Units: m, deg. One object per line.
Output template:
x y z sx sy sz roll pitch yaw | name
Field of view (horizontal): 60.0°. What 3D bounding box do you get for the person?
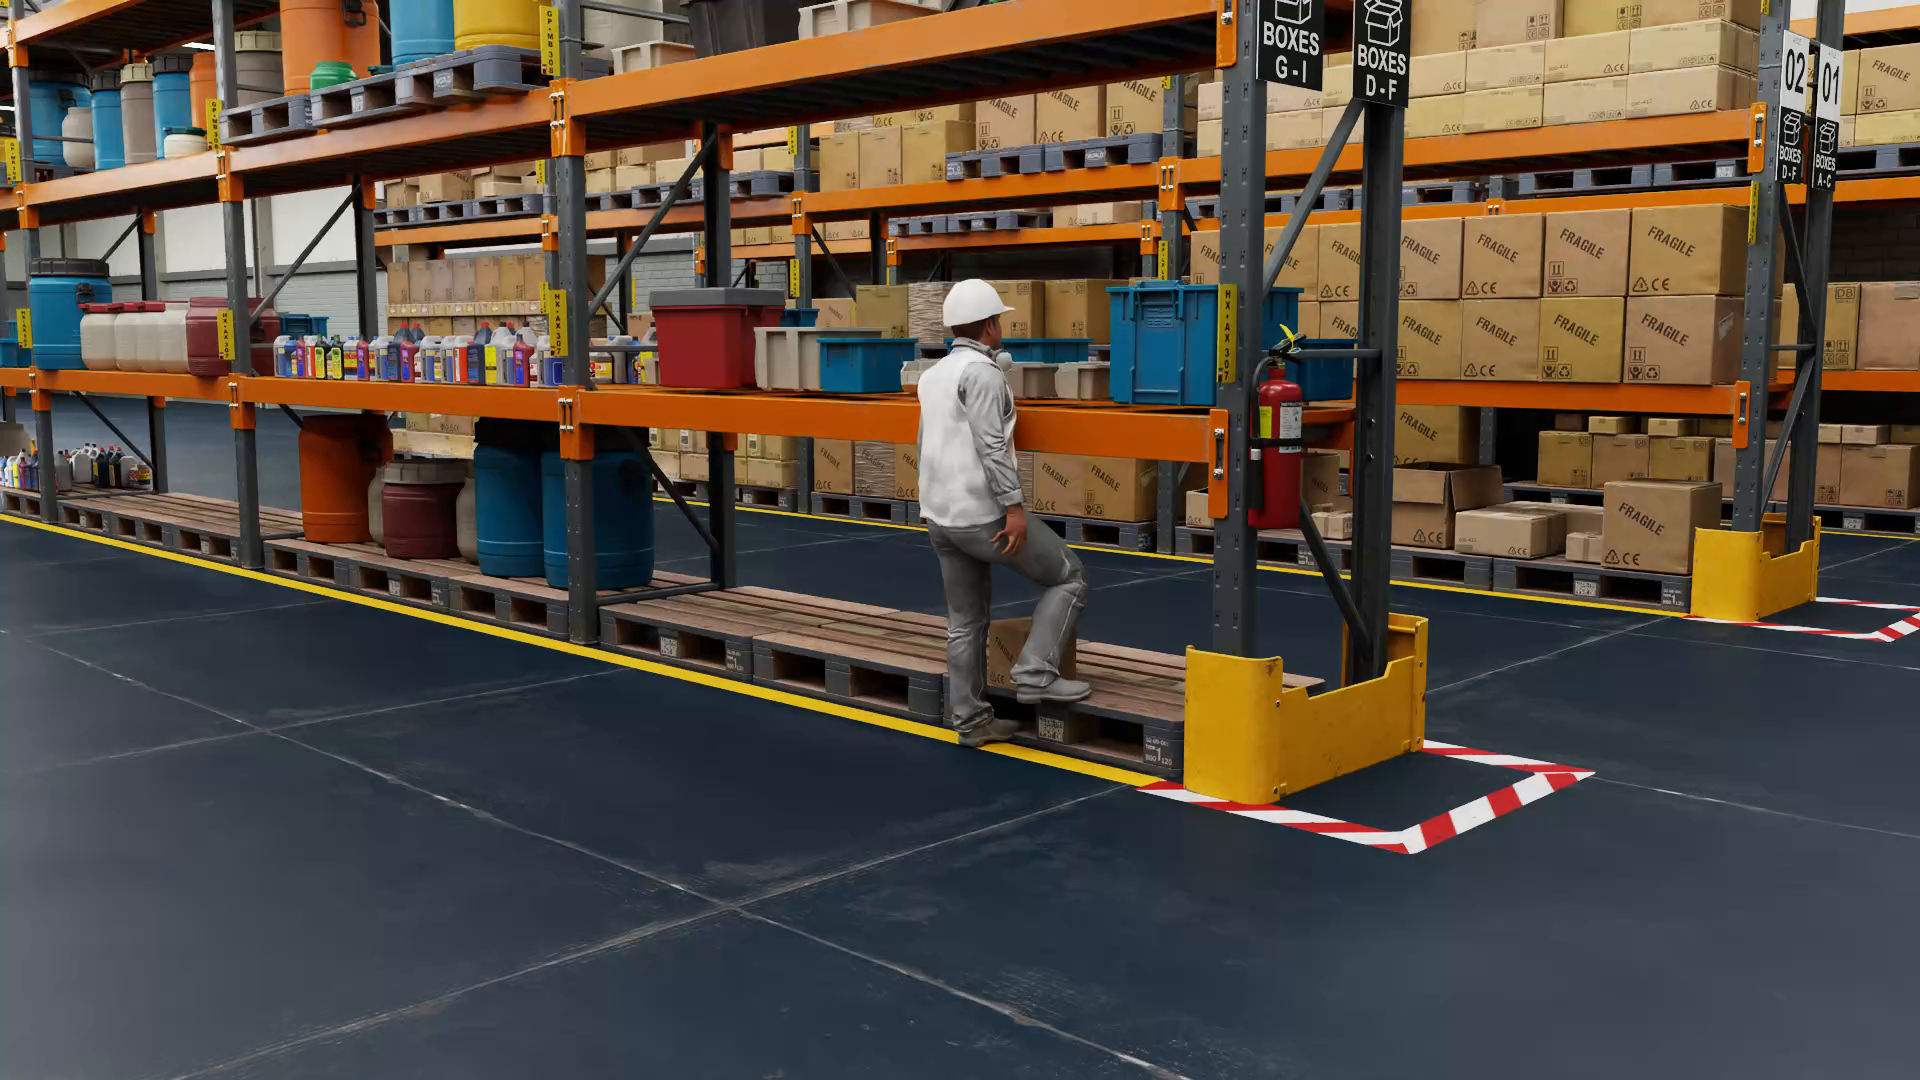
0.146 -0.098 6.356 0.609 1.778 0.637 -4 8 -29 | person
